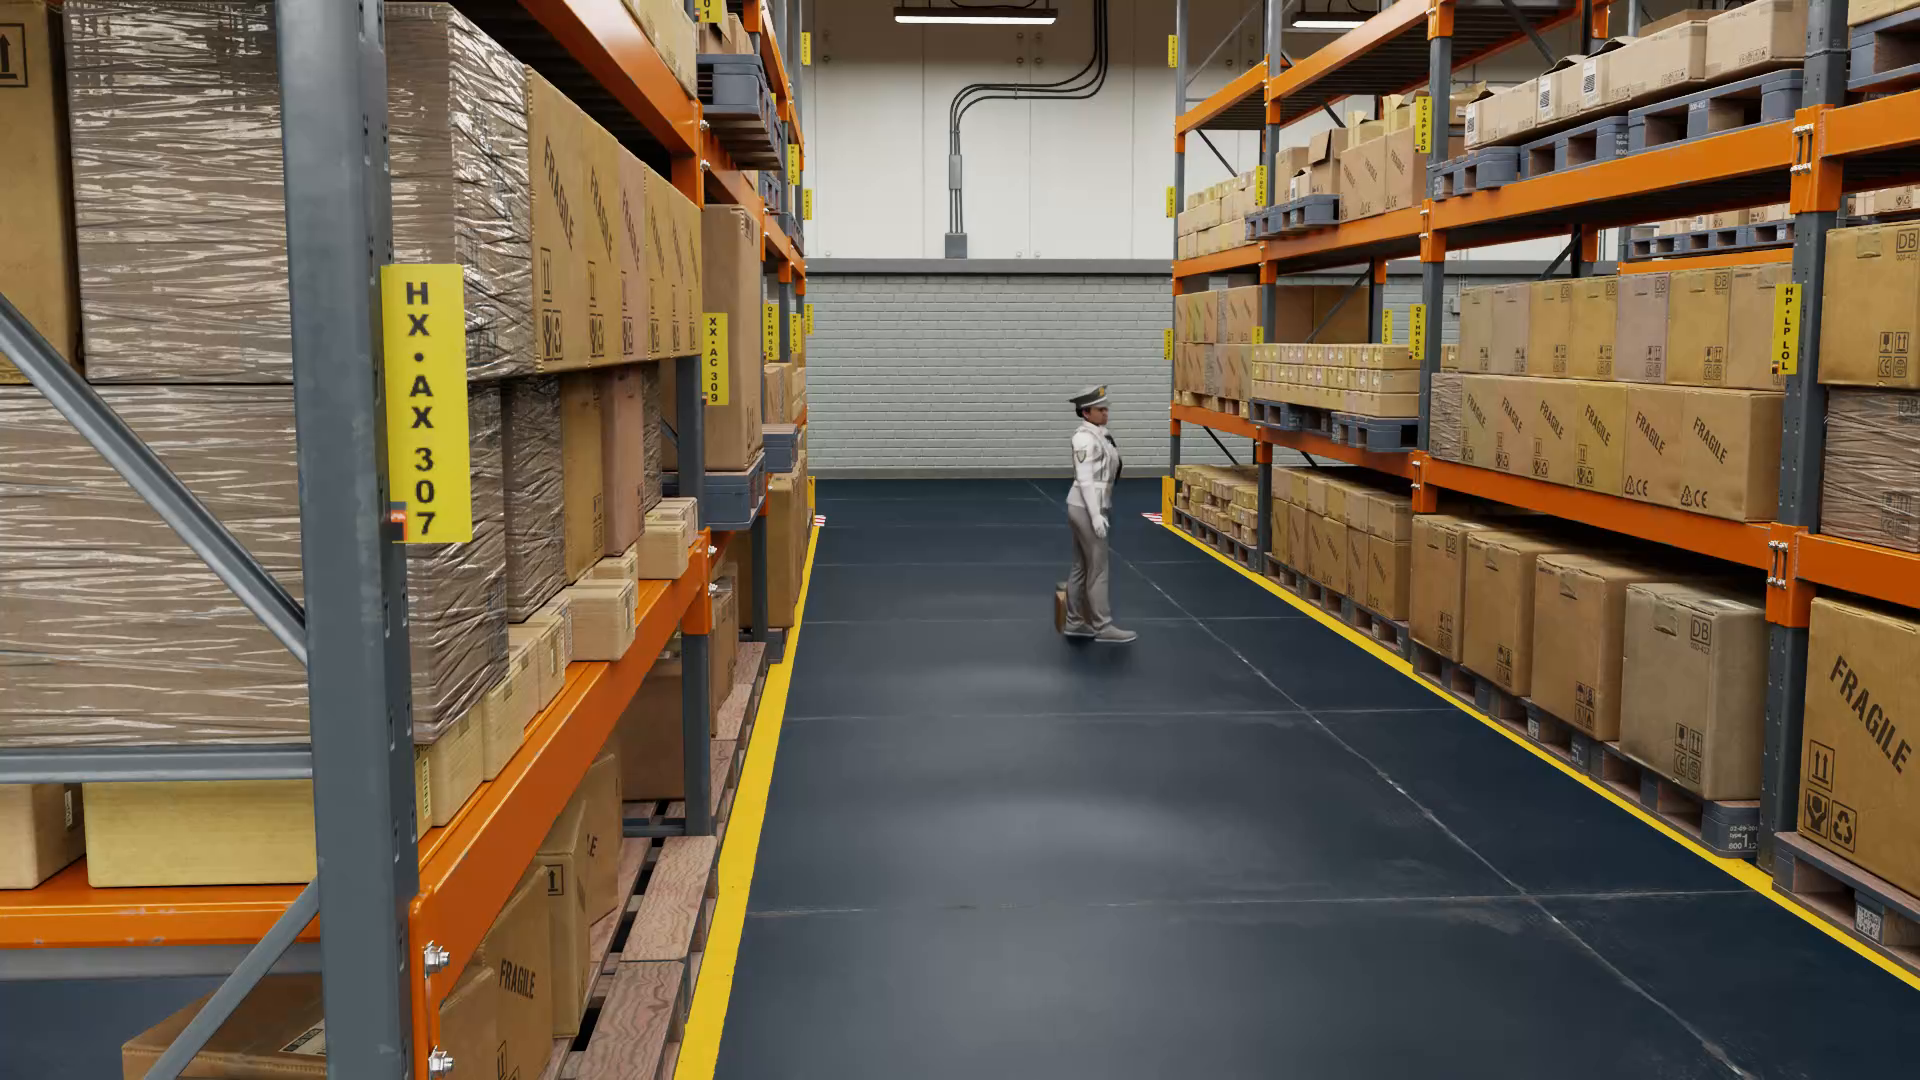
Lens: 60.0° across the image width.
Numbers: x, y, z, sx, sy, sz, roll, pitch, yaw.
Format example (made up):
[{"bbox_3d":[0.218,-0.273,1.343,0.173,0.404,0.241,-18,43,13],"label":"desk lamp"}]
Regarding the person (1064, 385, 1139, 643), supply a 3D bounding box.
[{"bbox_3d":[0.926,-0.166,10.859,0.511,1.682,0.538,1,7,11],"label":"person"}]
